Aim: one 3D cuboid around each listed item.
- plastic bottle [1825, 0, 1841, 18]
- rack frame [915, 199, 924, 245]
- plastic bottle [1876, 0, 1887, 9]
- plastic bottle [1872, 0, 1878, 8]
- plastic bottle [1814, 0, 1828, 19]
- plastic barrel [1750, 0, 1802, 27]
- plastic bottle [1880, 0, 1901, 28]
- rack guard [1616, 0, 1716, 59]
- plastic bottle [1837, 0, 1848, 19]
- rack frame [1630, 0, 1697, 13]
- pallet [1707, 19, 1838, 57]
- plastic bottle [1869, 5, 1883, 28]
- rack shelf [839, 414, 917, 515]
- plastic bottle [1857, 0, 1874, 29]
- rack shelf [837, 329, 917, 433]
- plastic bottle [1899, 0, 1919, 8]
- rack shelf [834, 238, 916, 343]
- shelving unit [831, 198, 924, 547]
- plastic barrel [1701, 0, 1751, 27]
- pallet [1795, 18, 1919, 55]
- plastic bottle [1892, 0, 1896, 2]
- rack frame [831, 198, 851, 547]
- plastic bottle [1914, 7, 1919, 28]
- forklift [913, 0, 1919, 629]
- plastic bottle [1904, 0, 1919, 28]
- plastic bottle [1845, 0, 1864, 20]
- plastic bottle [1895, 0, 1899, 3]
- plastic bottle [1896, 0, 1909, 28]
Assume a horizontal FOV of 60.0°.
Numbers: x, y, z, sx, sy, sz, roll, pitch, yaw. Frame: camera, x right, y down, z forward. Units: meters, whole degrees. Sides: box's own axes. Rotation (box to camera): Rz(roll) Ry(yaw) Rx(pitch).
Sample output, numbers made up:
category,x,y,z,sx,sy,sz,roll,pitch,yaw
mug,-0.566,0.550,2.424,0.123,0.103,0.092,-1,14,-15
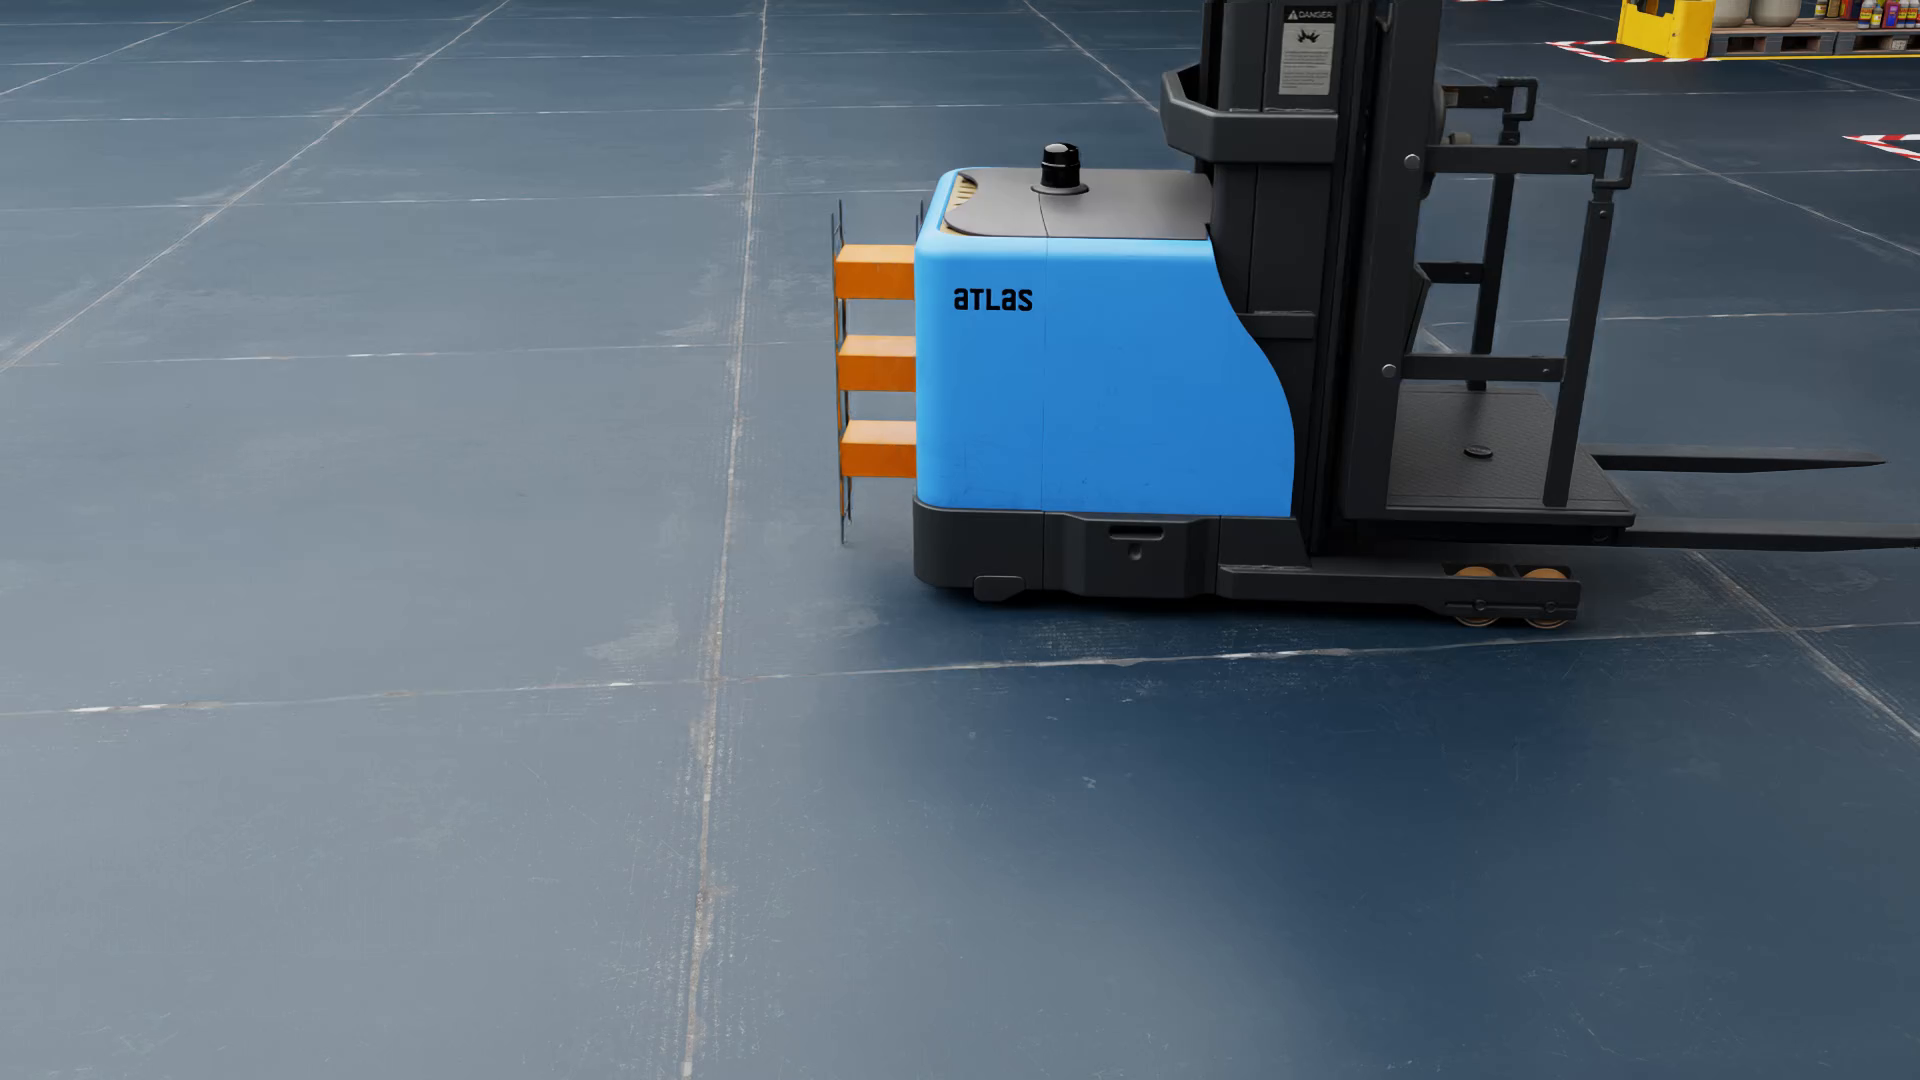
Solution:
category,x,y,z,sx,sy,sz,roll,pitch,yaw
plastic bottle,8.389,-5.167,15.984,0.133,0.283,0.061,-2,24,-4
rack frame,-0.118,-0.493,5.067,0.008,1.050,0.200,2,24,3
plastic bottle,8.831,-5.198,15.972,0.185,0.351,0.144,-1,24,-3
plastic bottle,8.697,-5.072,15.872,0.097,0.201,0.097,0,24,0
plastic bottle,8.275,-5.117,15.973,0.097,0.201,0.097,0,24,0
plastic barrel,7.636,-5.077,15.524,0.421,0.512,0.421,0,24,0
plastic bottle,8.552,-4.852,15.276,0.133,0.283,0.061,-2,24,-4
rack guard,6.561,-4.824,15.488,0.348,0.500,1.175,-2,24,-5
plastic bottle,8.528,-5.150,15.956,0.135,0.276,0.152,-2,24,-5
rack frame,6.490,-5.944,14.931,0.127,3.000,1.000,-2,24,-5
pallet,7.370,-4.722,15.615,1.213,0.211,1.003,-2,24,-5
plastic bottle,8.428,-4.817,15.298,0.097,0.201,0.097,0,24,0
rack shelf,-0.240,-0.233,5.192,0.240,0.259,0.215,2,24,3
plastic bottle,8.325,-4.845,15.275,0.097,0.271,0.097,0,24,0
rack shelf,-0.240,-0.487,5.079,0.240,0.259,0.215,2,24,3
plastic bottle,9.055,-5.113,15.871,0.135,0.276,0.152,-2,24,-5
rack shelf,-0.240,-0.746,4.964,0.240,0.259,0.215,2,24,3
shelving unit,-0.240,-0.497,5.075,0.252,1.050,0.215,2,24,3
plastic barrel,7.137,-5.057,15.479,0.421,0.512,0.421,0,24,0
pallet,8.581,-4.770,15.721,1.213,0.211,1.003,-2,24,-5
plastic bottle,8.886,-5.083,15.896,0.097,0.201,0.097,0,24,0
rack frame,-0.362,-0.500,5.082,0.008,1.050,0.200,2,24,3
plastic bottle,8.864,-4.835,15.338,0.097,0.201,0.097,0,24,0
forklift,1.404,-1.313,4.596,3.031,2.935,1.130,2,24,3
plastic bottle,8.766,-4.863,15.315,0.097,0.271,0.097,0,24,0
plastic bottle,8.539,-5.111,15.858,0.133,0.283,0.061,-2,24,-5
plastic bottle,9.016,-5.206,15.988,0.185,0.351,0.144,-2,24,-6
plastic bottle,8.666,-4.859,15.306,0.097,0.271,0.097,0,24,0
